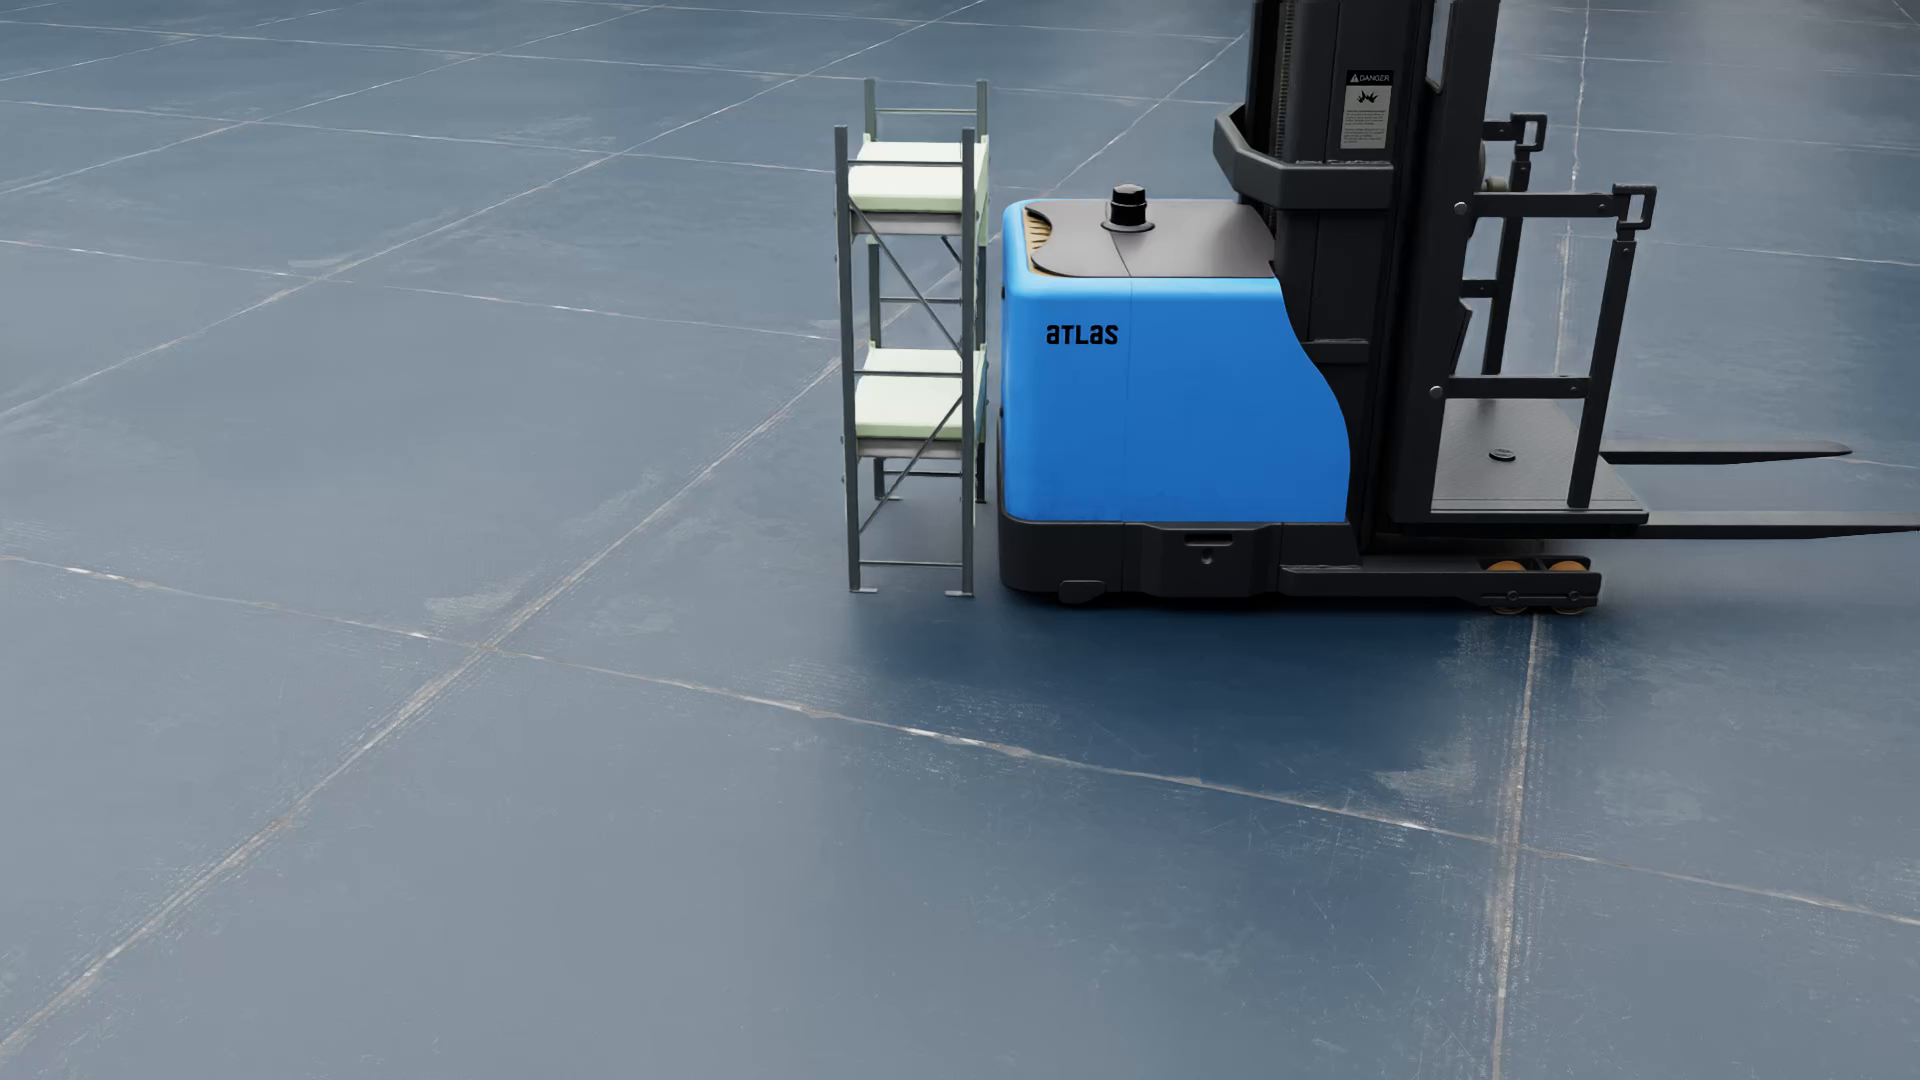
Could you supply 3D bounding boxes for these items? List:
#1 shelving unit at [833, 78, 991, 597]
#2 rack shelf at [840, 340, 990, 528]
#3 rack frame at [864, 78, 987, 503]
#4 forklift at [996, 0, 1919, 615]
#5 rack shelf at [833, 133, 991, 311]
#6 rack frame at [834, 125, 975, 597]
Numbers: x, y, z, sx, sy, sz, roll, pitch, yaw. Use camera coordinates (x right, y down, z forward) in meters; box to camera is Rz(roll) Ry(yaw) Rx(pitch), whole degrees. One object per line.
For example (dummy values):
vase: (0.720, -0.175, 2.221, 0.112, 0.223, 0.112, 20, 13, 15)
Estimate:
shelving unit: (-0.135, -0.661, 5.394, 0.431, 1.500, 0.755, 2, 26, 3)
rack shelf: (-0.135, -0.367, 5.536, 0.431, 0.370, 0.720, 2, 26, 3)
rack frame: (-0.111, -0.820, 5.722, 0.400, 1.500, 0.023, 2, 26, 3)
forklift: (1.647, -1.316, 5.104, 3.031, 2.935, 1.130, 0, 26, 0)
rack shelf: (-0.135, -1.012, 5.224, 0.431, 0.370, 0.720, 2, 26, 3)
rack frame: (-0.159, -0.502, 5.065, 0.400, 1.500, 0.023, 2, 26, 3)
